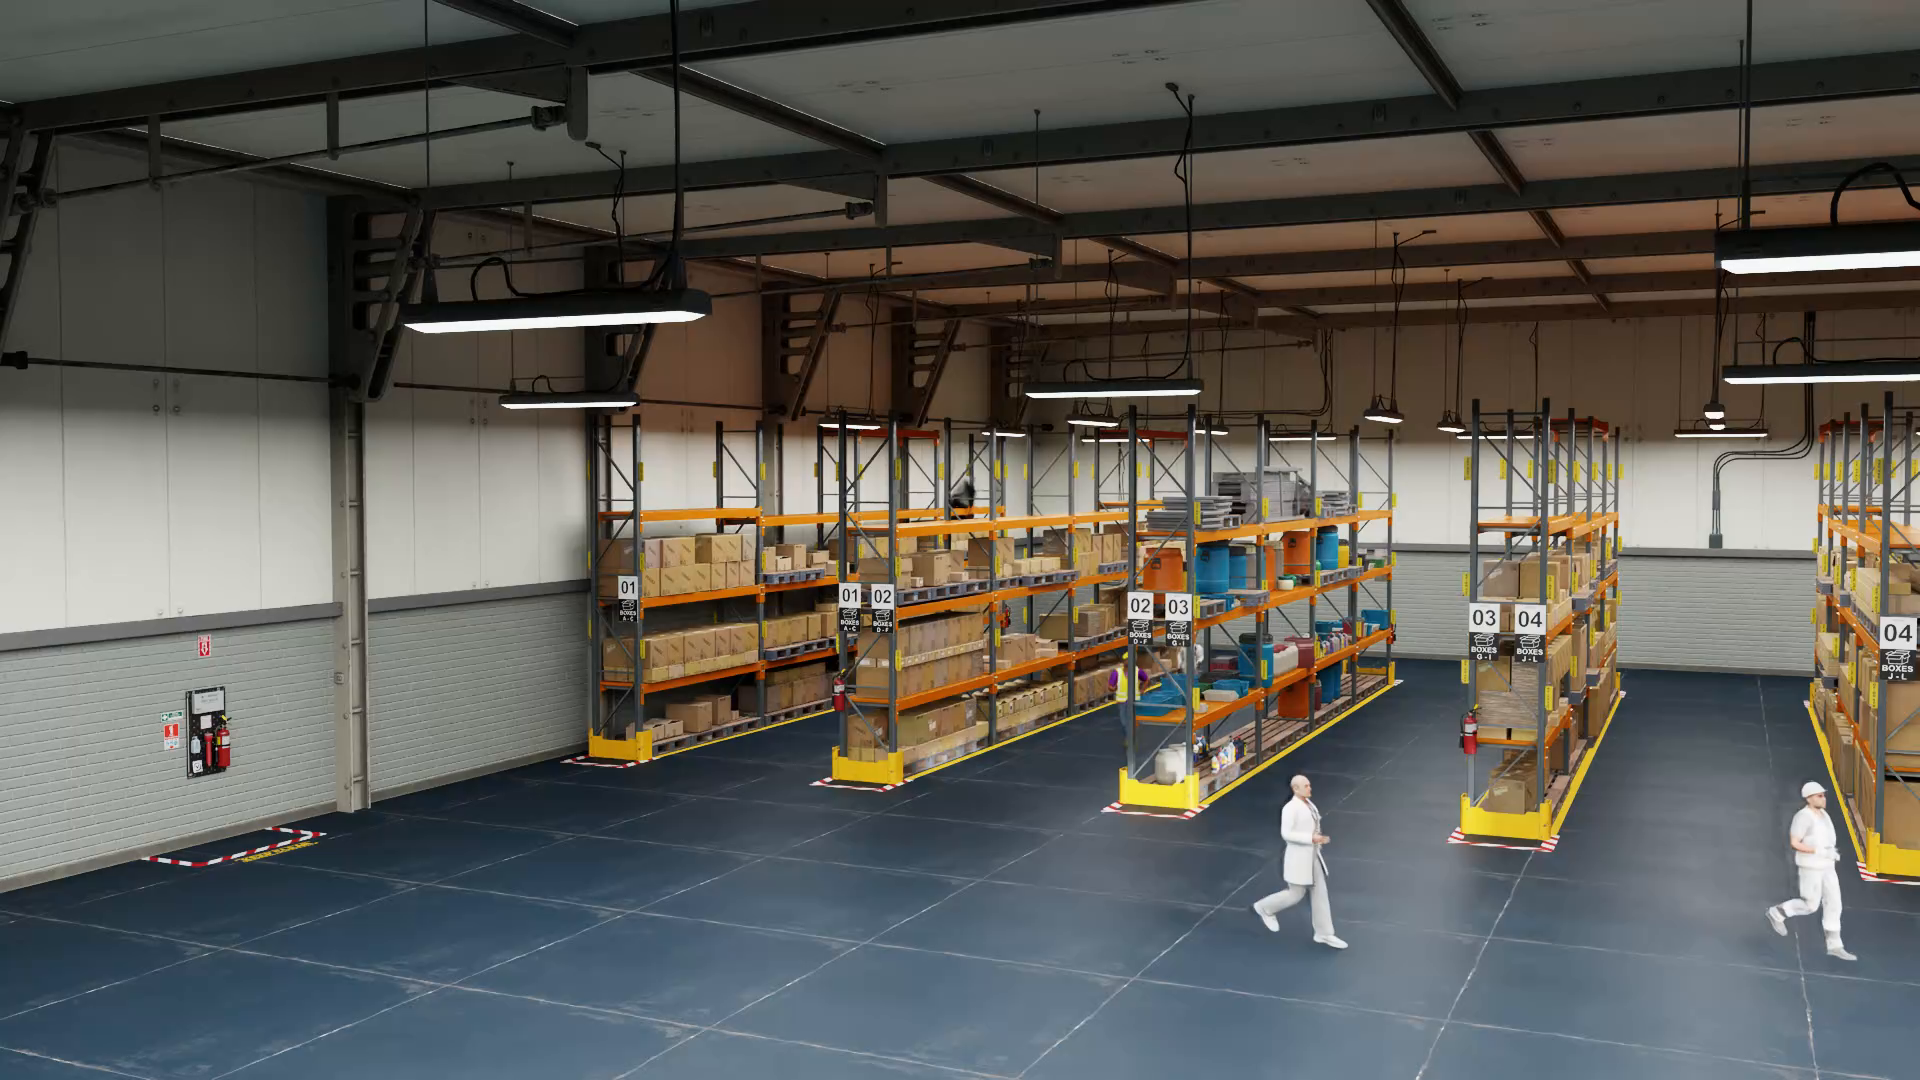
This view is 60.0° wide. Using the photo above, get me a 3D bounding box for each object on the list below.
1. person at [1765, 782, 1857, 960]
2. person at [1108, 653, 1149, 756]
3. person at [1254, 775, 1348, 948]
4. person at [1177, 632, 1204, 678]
[{"bbox_3d":[8.849,3.390,17.232,0.655,1.770,0.947,-1,3,-31],"label":"person"},{"bbox_3d":[2.965,2.878,29.469,0.695,1.771,0.962,1,2,12],"label":"person"},{"bbox_3d":[3.610,3.369,17.584,1.047,1.768,0.708,2,3,40],"label":"person"},{"bbox_3d":[4.872,2.727,35.159,0.623,1.651,0.716,1,2,19],"label":"person"}]
